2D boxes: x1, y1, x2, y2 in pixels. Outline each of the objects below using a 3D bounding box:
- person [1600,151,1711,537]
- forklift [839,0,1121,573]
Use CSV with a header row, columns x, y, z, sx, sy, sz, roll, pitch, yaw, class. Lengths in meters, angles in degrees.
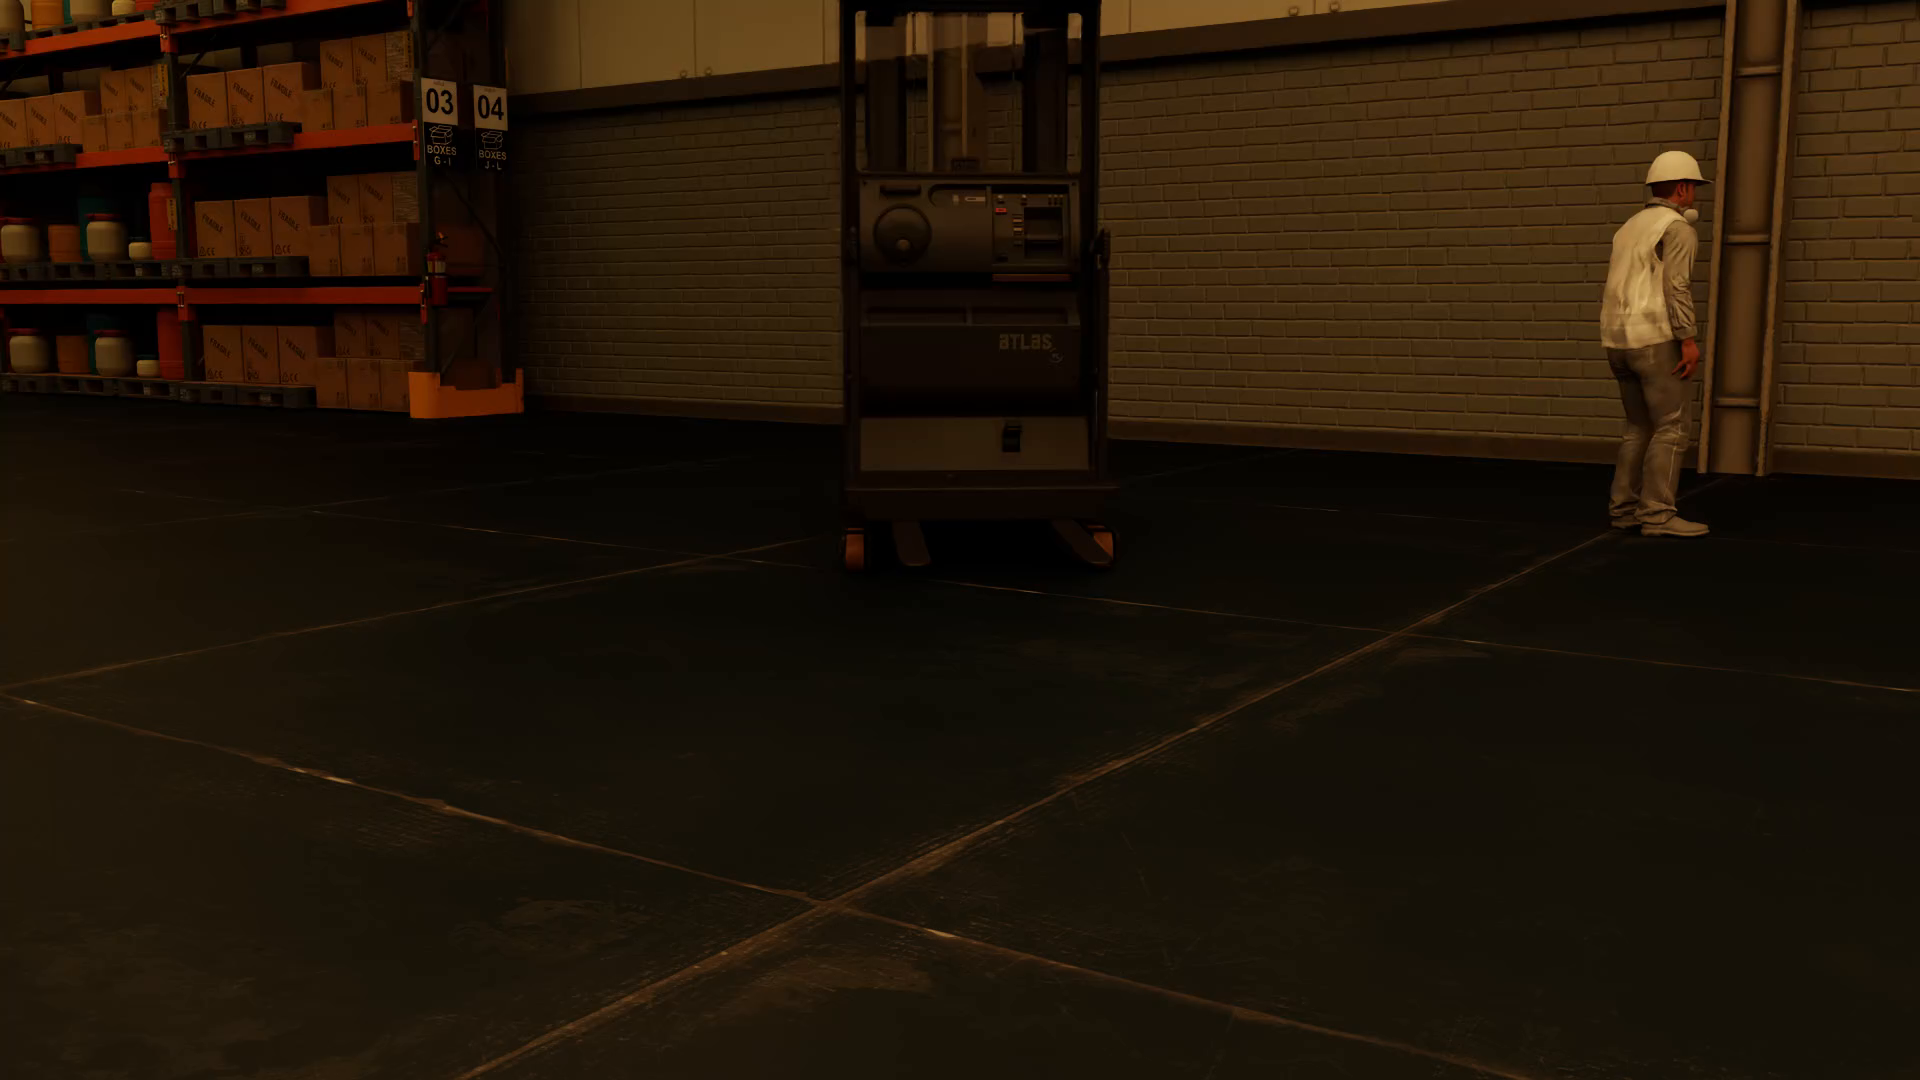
x,y,z,sx,sy,sz,roll,pitch,yaw,class
3.258,-0.921,7.797,0.464,1.770,0.583,-1,8,-7,person
0.058,-1.364,6.786,1.130,2.935,3.031,-1,8,-4,forklift
